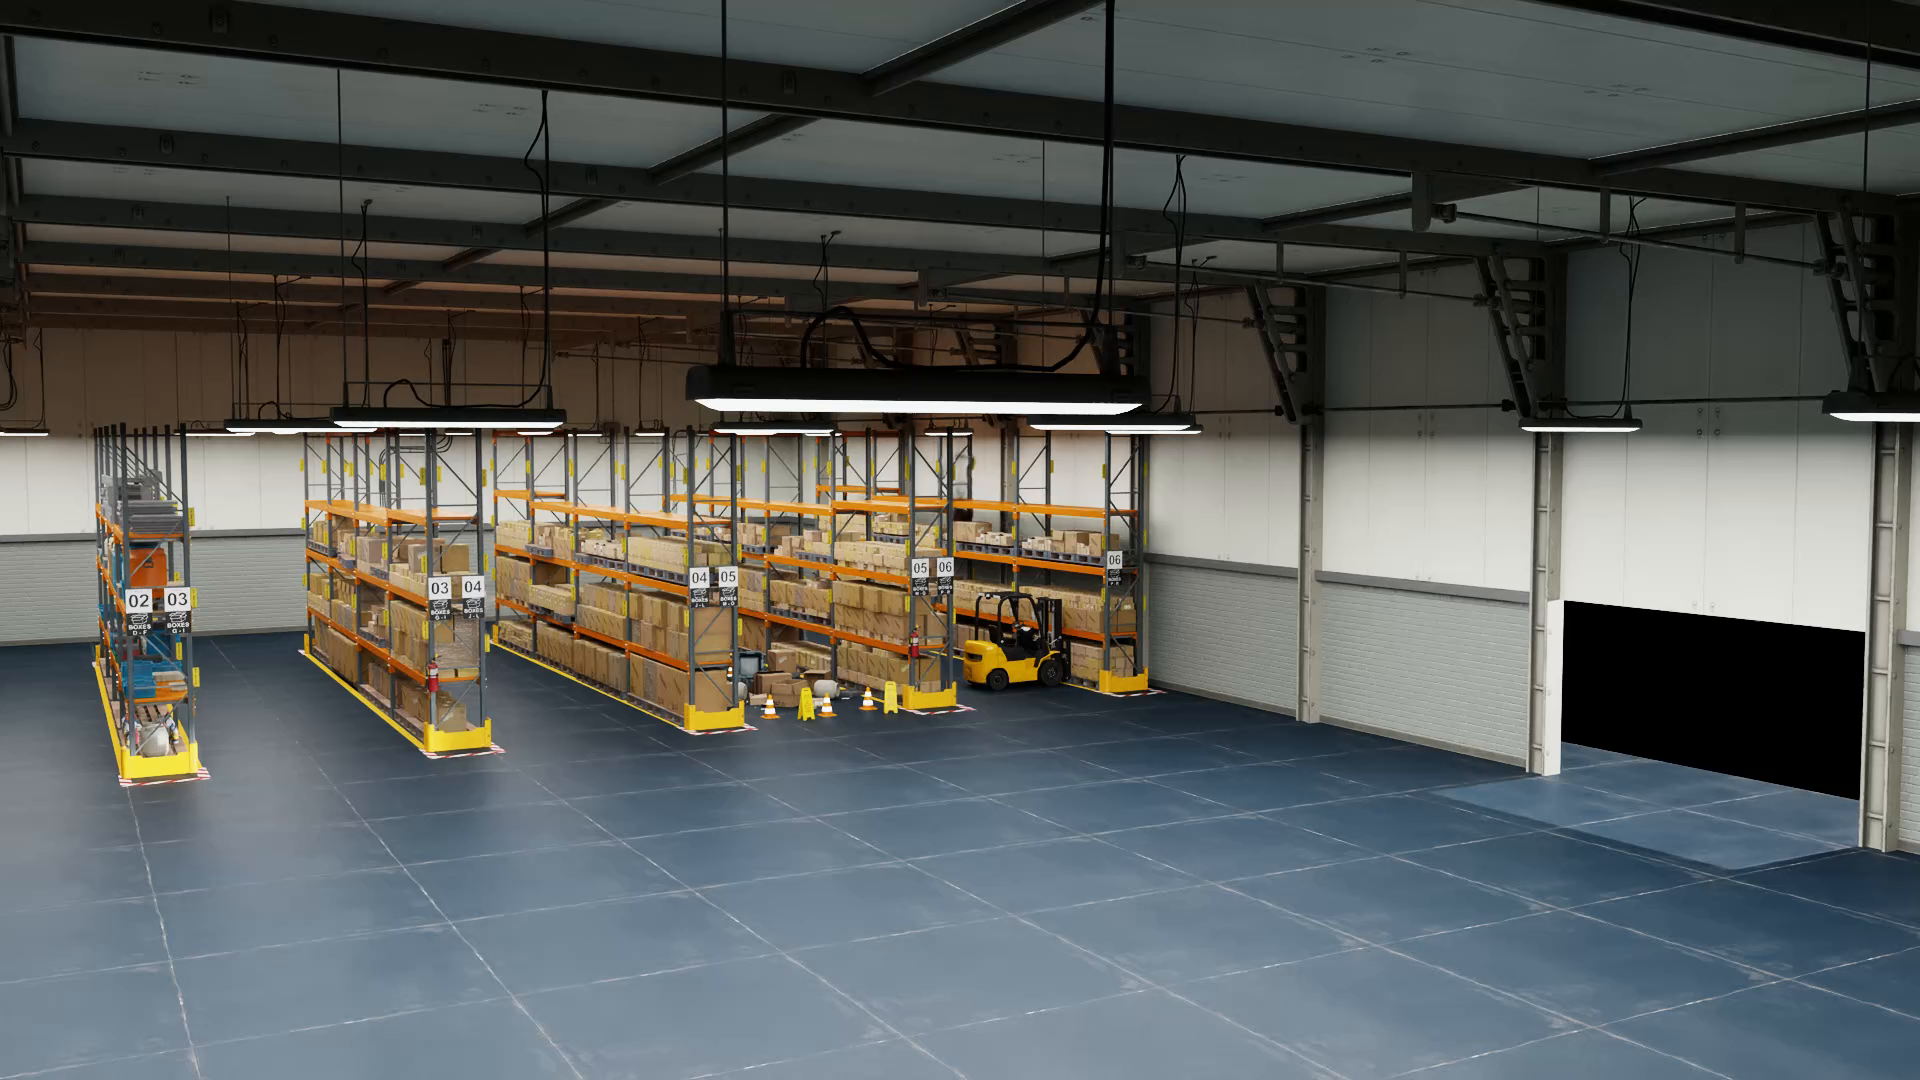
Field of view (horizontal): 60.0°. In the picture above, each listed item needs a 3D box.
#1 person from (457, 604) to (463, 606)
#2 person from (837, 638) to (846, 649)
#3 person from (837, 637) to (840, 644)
[{"bbox_3d":[-14.038,2.102,46.162,0.629,1.648,0.567,0,3,3],"label":"person"},{"bbox_3d":[-3.116,2.239,43.529,0.709,1.767,0.823,-3,4,-36],"label":"person"},{"bbox_3d":[-3.264,2.229,45.628,0.583,1.517,1.031,-2,4,-28],"label":"person"}]
